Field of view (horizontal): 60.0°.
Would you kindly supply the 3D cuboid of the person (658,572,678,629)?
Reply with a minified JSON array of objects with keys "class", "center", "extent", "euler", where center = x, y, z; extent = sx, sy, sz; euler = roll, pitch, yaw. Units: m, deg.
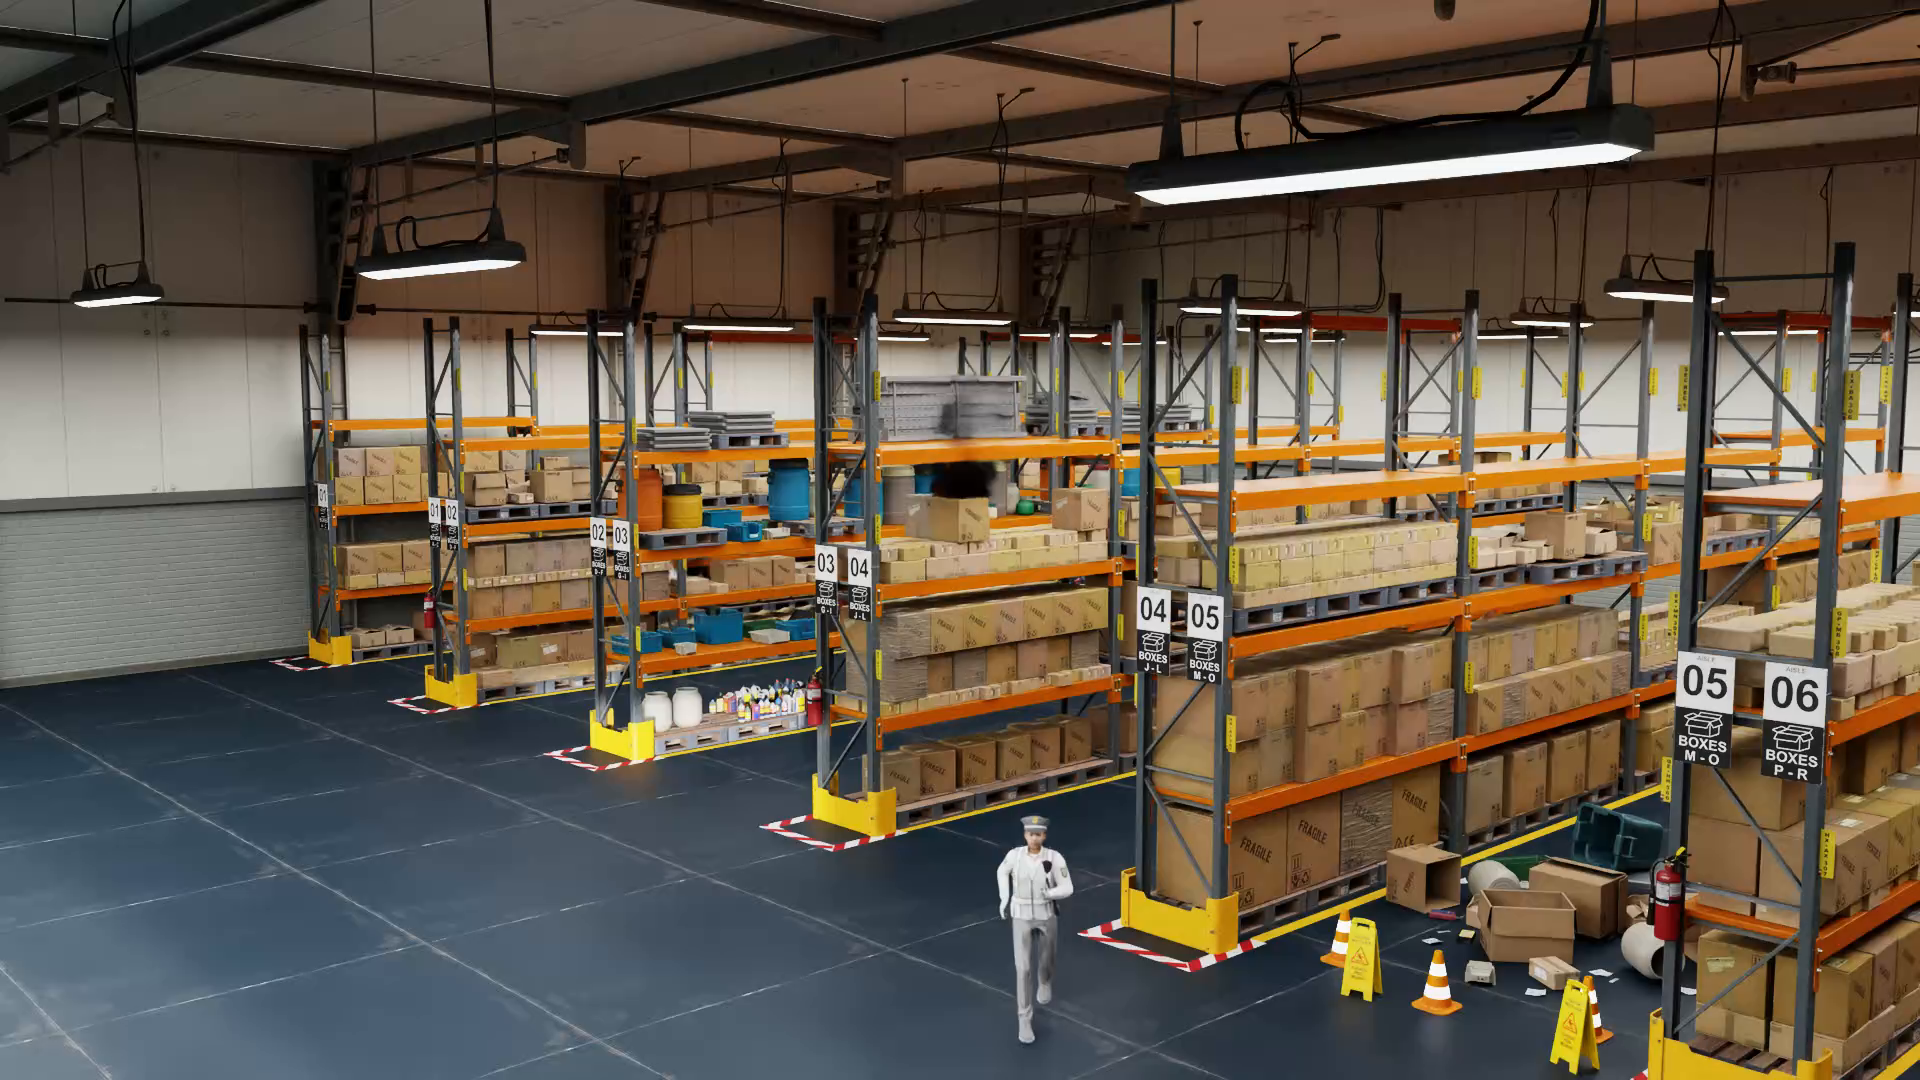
[{"class":"person","center":[-5.477,1.131,31.148],"extent":[0.775,1.639,0.673],"euler":[-6,8,-45]}]

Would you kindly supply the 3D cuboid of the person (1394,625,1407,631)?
[{"class":"person","center":[6.218,1.943,23.549],"extent":[0.939,1.657,0.604],"euler":[-6,8,-44]}]

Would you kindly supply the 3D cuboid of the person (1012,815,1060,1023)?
[{"class":"person","center":[0.606,2.938,13.164],"extent":[0.372,1.608,0.735],"euler":[0,6,4]}]

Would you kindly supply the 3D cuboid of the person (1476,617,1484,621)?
[{"class":"person","center":[7.921,1.793,25.031],"extent":[0.519,1.253,0.686],"euler":[-5,8,-43]}]
